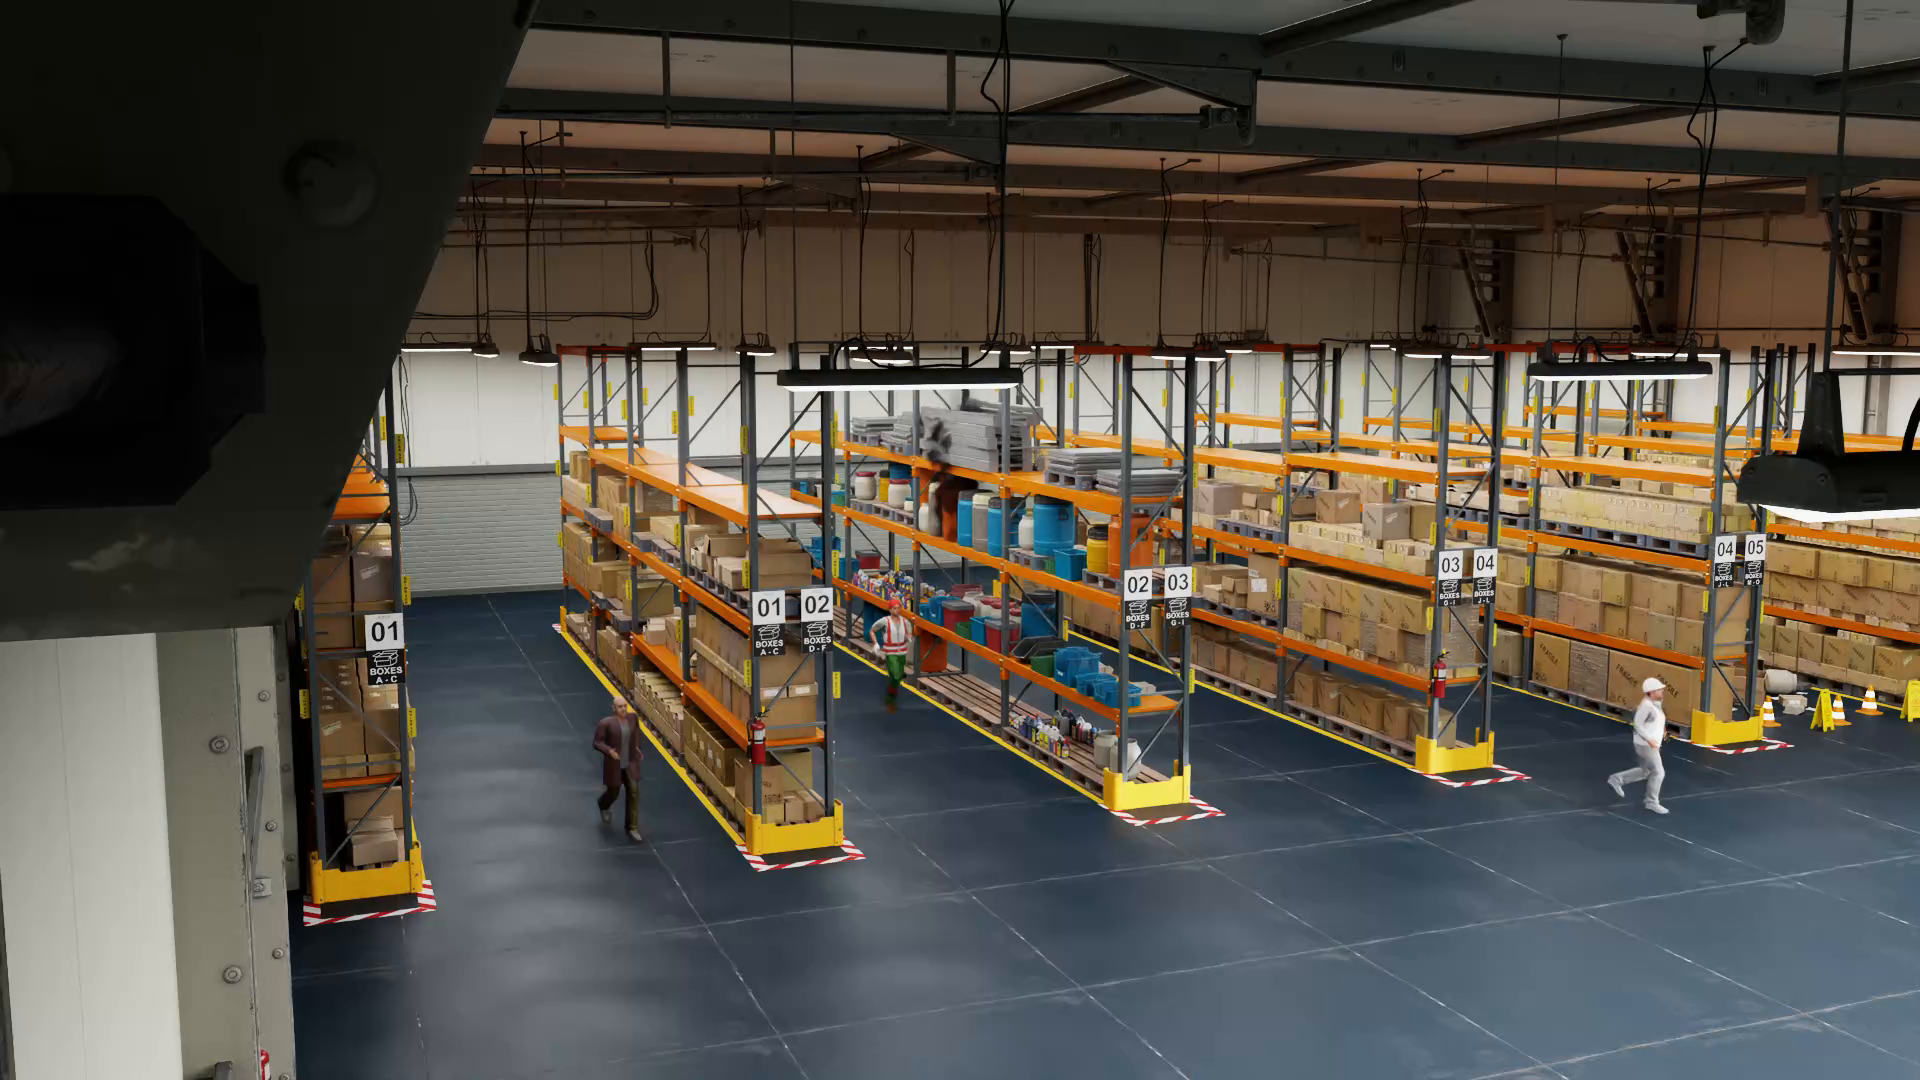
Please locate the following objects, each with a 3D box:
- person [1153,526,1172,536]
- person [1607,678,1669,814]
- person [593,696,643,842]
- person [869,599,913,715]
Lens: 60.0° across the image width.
[{"bbox_3d":[4.858,0.333,40.678,0.756,1.694,0.531,7,10,45],"label":"person"},{"bbox_3d":[8.995,2.684,21.944,0.759,1.781,0.662,4,8,26],"label":"person"},{"bbox_3d":[-4.279,2.928,20.854,0.690,1.528,1.042,-4,9,-31],"label":"person"},{"bbox_3d":[-1.022,1.856,26.364,0.641,1.836,0.698,-5,9,-33],"label":"person"}]
